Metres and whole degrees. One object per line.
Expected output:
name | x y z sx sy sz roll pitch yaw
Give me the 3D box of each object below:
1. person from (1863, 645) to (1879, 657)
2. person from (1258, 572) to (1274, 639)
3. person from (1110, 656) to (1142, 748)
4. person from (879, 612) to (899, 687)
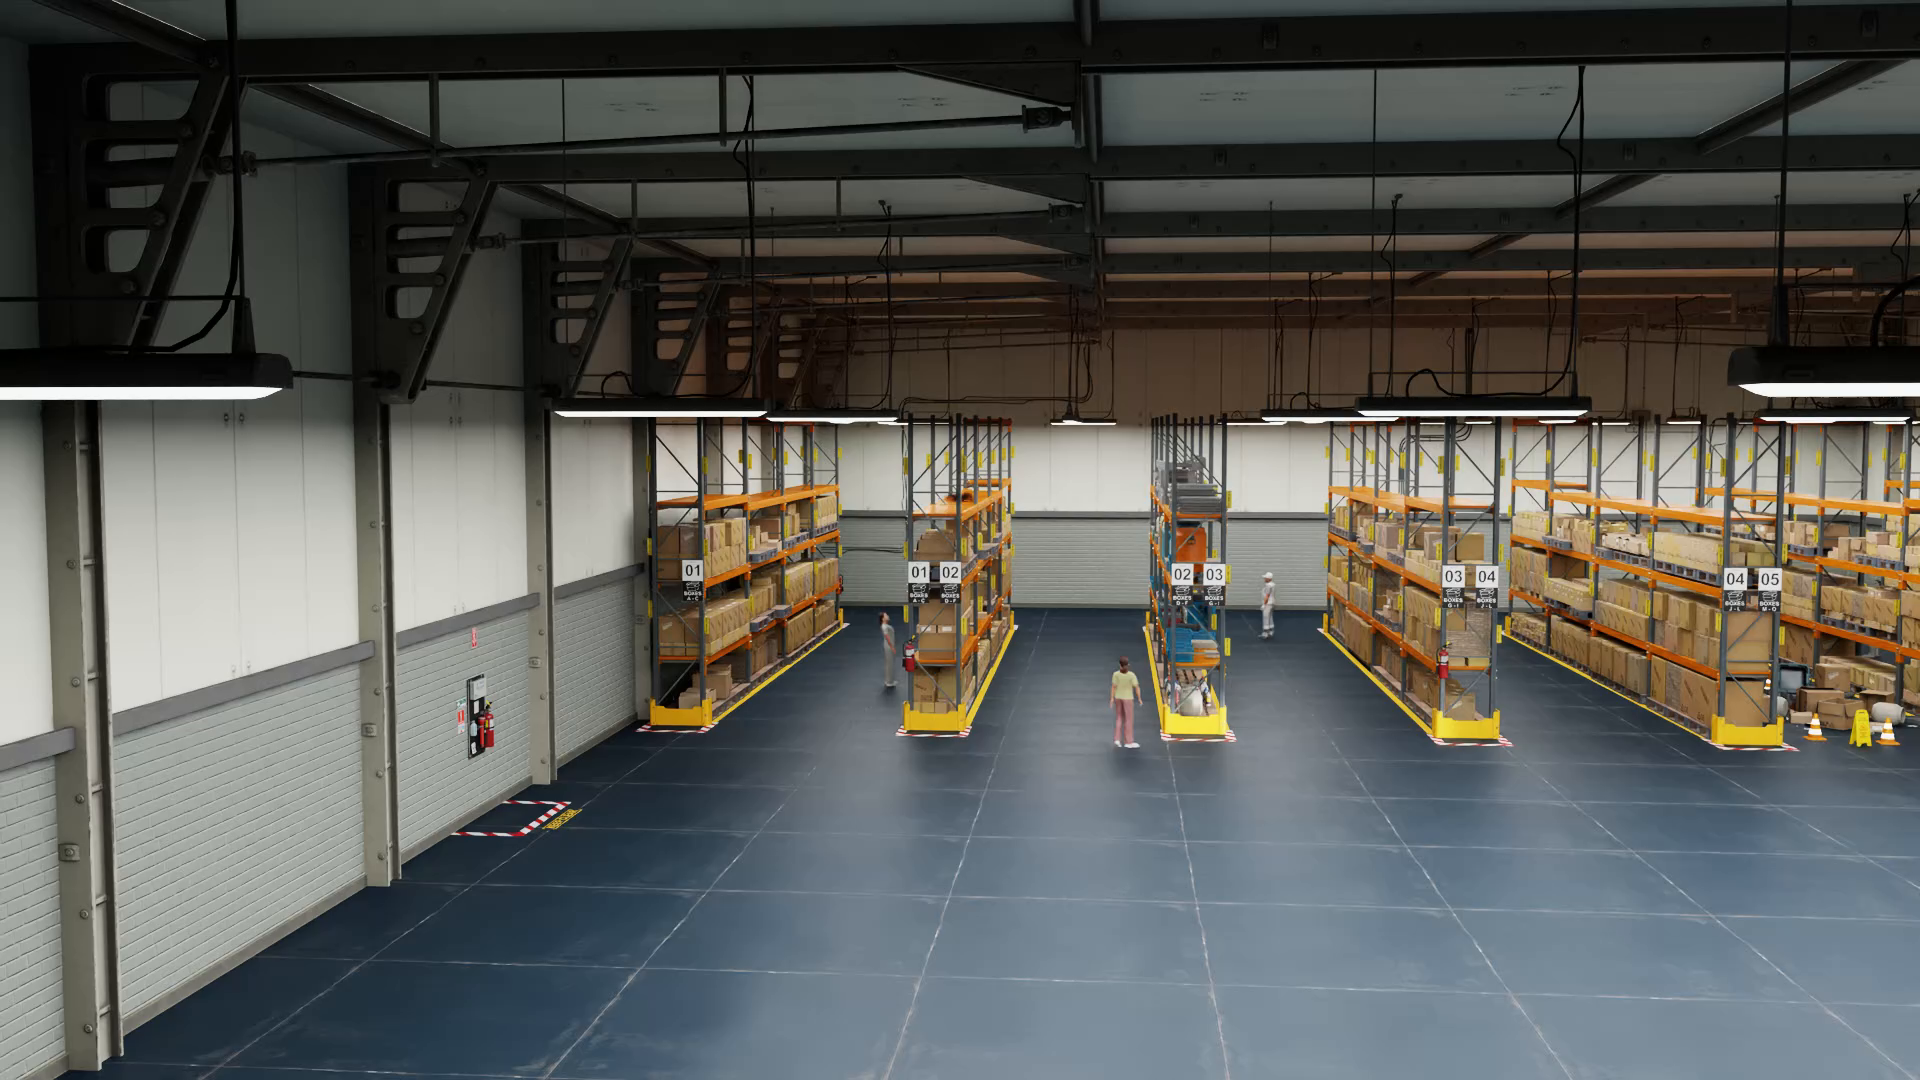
person | 22.768 2.085 41.550 0.393 1.680 0.509 2 4 27
person | 8.344 1.779 45.269 0.403 1.803 0.592 2 4 23
person | 2.964 2.906 29.705 0.496 1.711 0.487 3 5 39
person | -1.567 2.416 36.887 0.462 1.649 0.483 -1 4 -9
